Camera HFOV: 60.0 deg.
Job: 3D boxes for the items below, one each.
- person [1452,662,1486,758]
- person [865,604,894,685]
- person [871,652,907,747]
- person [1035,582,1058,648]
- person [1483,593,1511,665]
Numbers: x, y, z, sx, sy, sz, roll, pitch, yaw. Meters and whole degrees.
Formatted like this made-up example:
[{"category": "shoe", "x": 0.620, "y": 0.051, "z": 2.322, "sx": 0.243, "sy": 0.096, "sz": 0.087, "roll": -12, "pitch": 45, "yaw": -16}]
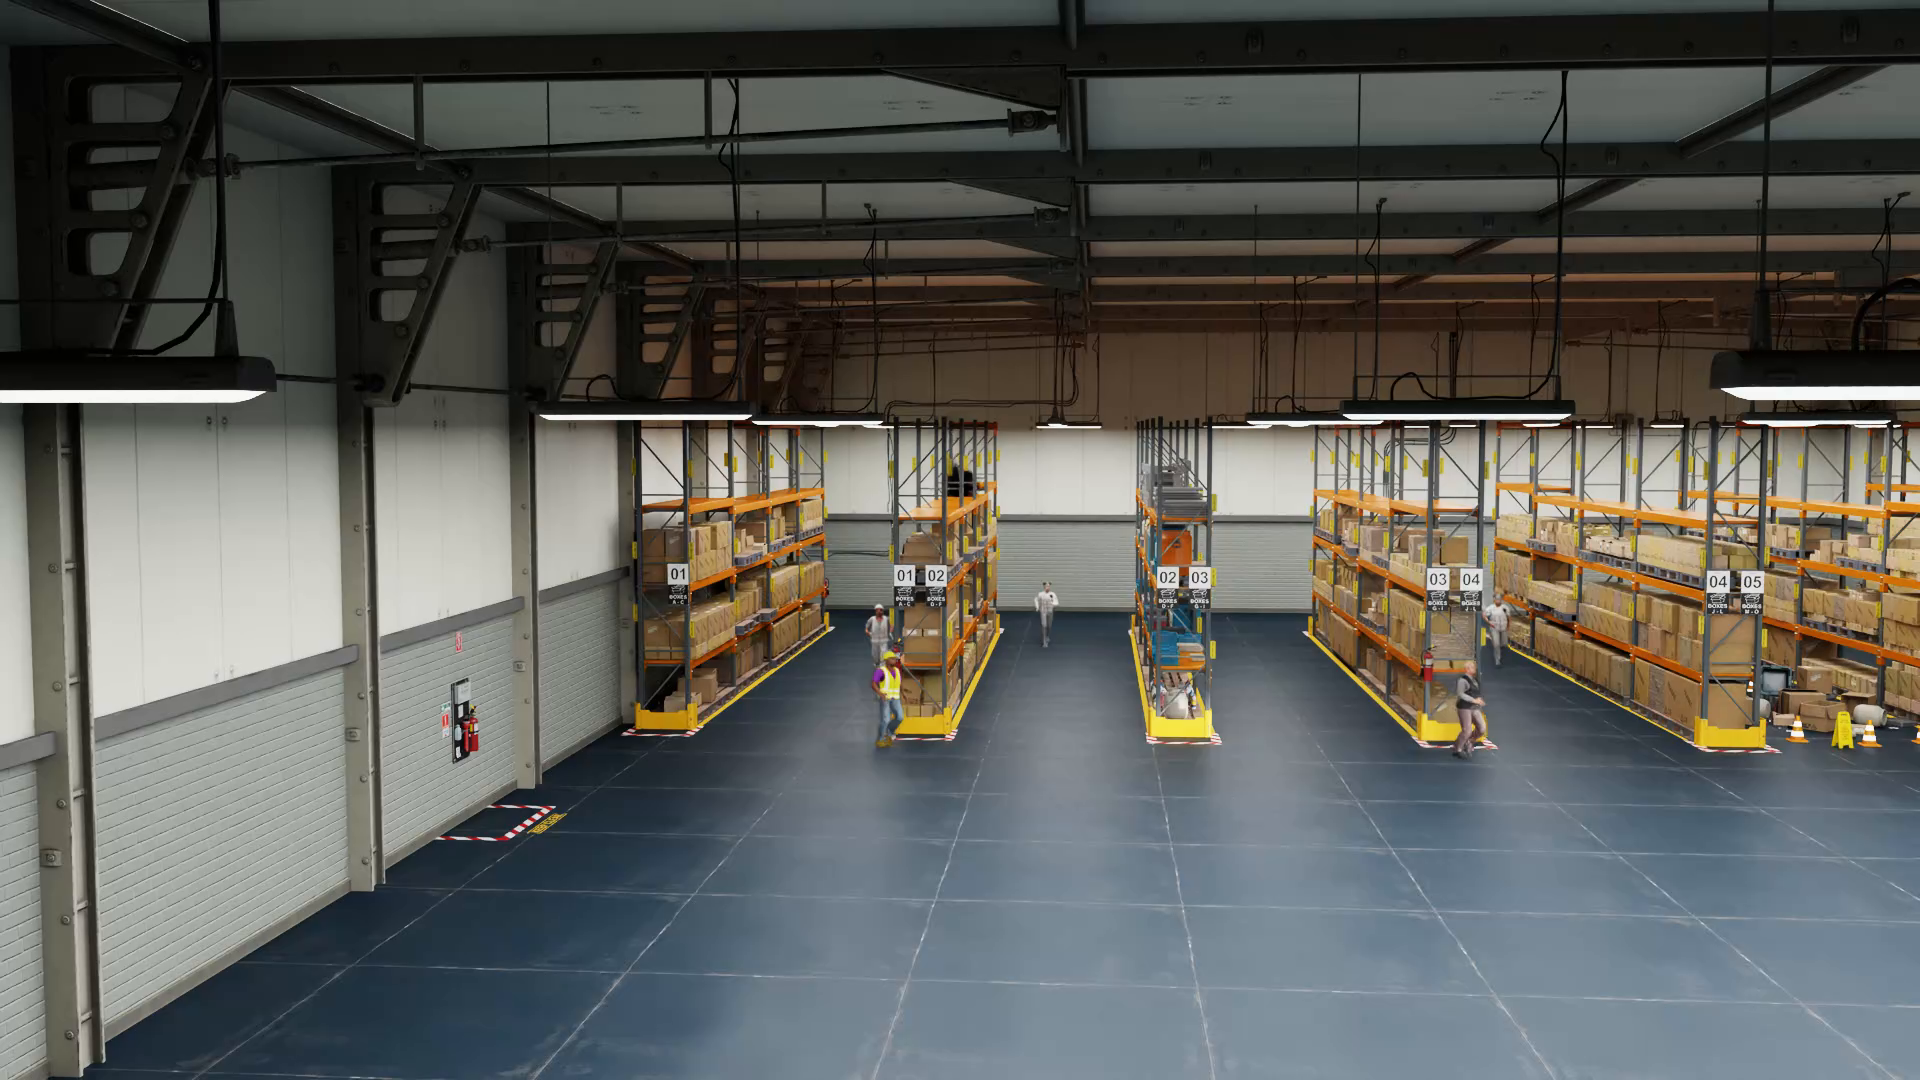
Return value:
[{"category": "person", "x": 8.941, "y": 2.978, "z": 29.051, "sx": 0.687, "sy": 1.707, "sz": 0.642, "roll": -3, "pitch": 5, "yaw": -40}, {"category": "person", "x": -1.827, "y": 2.349, "z": 37.728, "sx": 0.653, "sy": 1.799, "sz": 0.987, "roll": 0, "pitch": 4, "yaw": 0}, {"category": "person", "x": -1.257, "y": 2.898, "z": 30.232, "sx": 0.761, "sy": 1.720, "sz": 0.595, "roll": -3, "pitch": 5, "yaw": -34}, {"category": "person", "x": 2.322, "y": 1.965, "z": 44.408, "sx": 0.594, "sy": 1.728, "sz": 0.838, "roll": 0, "pitch": 4, "yaw": -7}, {"category": "person", "x": 13.290, "y": 2.190, "z": 41.123, "sx": 0.690, "sy": 1.742, "sz": 0.661, "roll": 0, "pitch": 4, "yaw": 1}]
